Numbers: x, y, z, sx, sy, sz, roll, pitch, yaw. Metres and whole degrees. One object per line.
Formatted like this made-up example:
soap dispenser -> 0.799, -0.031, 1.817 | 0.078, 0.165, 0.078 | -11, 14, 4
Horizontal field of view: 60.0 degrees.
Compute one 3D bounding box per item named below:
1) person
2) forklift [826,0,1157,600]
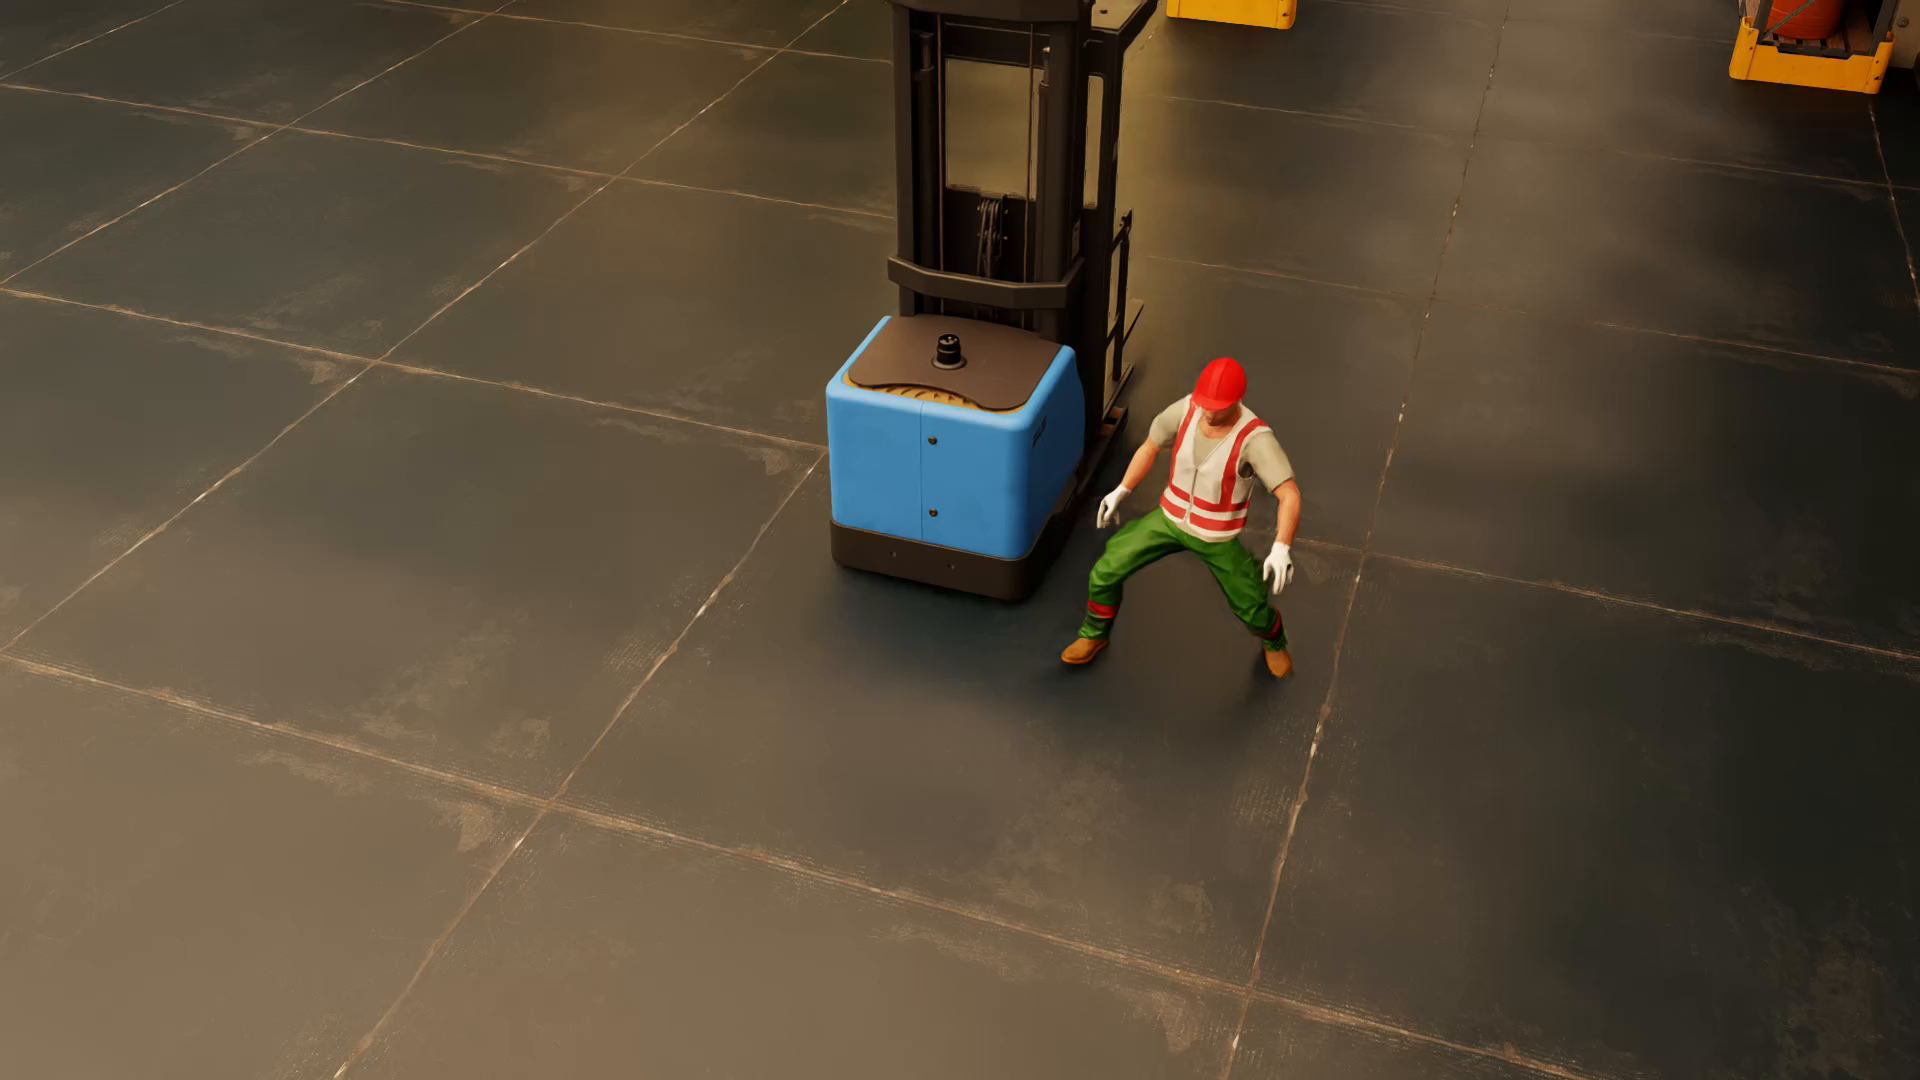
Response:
person -> 1.090, -0.055, 7.356 | 1.009, 1.636, 0.833 | 23, 41, 29
forklift -> 0.321, -1.753, 8.583 | 1.130, 2.935, 3.031 | 12, 37, 16
